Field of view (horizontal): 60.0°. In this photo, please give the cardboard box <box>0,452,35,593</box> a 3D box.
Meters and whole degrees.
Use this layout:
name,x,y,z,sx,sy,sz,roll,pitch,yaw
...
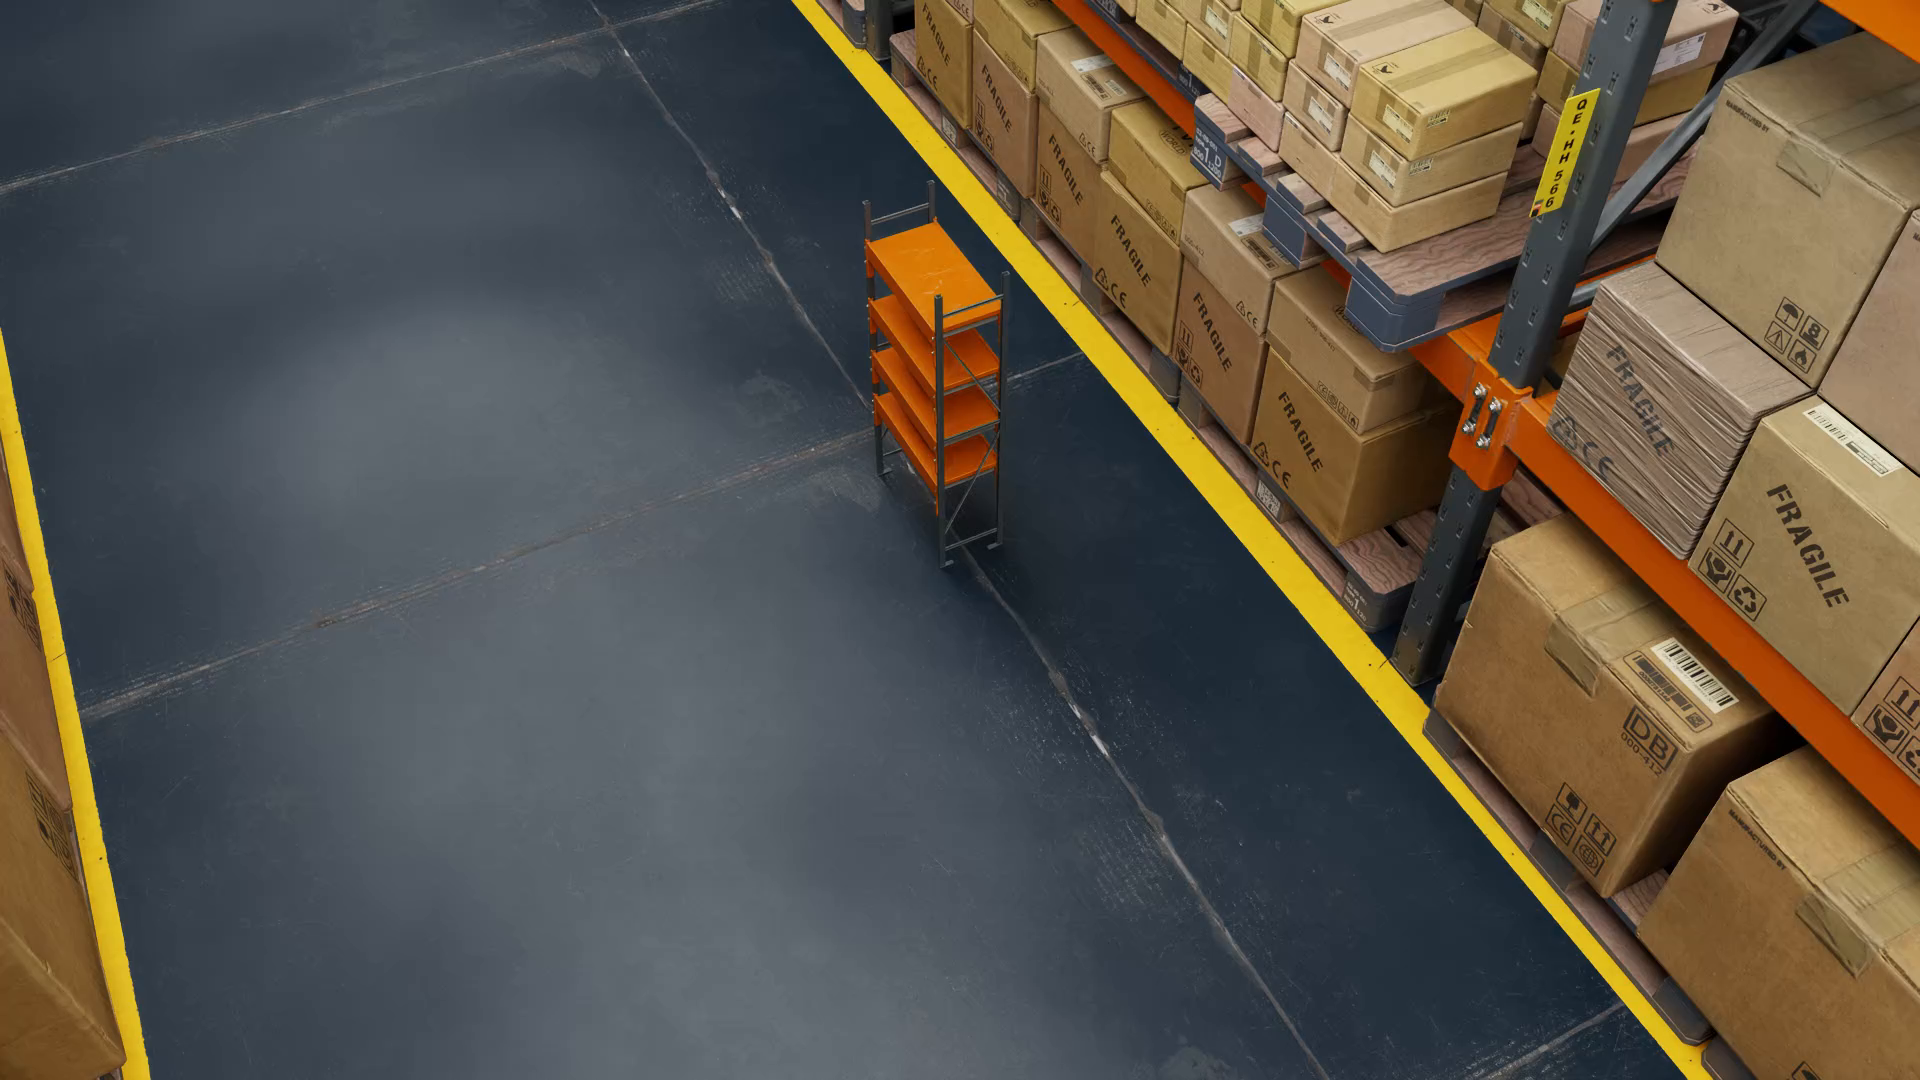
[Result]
name,x,y,z,sx,sy,sz,roll,pitch,yaw
cardboard box,-3.701,-0.178,5.045,1.225,0.875,0.875,-23,53,-19

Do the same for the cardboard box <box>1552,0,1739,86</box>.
name,x,y,z,sx,sy,sz,roll,pitch,yaw
cardboard box,1.824,-1.352,4.433,0.380,0.149,0.250,-21,52,-17

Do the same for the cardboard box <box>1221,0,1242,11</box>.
name,x,y,z,sx,sy,sz,roll,pitch,yaw
cardboard box,0.875,-1.665,4.706,0.380,0.149,0.250,-20,52,-16

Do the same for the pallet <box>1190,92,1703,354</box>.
name,x,y,z,sx,sy,sz,roll,pitch,yaw
pallet,1.445,-1.099,4.846,1.213,0.211,1.003,-21,52,-18

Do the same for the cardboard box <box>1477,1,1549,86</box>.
name,x,y,z,sx,sy,sz,roll,pitch,yaw
cardboard box,1.697,-1.449,4.715,0.380,0.149,0.250,-19,51,-16

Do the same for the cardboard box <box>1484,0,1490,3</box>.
name,x,y,z,sx,sy,sz,roll,pitch,yaw
cardboard box,1.593,-1.694,4.731,0.380,0.149,0.250,-21,52,-18

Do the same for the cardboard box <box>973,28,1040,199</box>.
name,x,y,z,sx,sy,sz,roll,pitch,yaw
cardboard box,0.381,-1.775,6.691,0.500,0.500,0.500,-19,52,-16

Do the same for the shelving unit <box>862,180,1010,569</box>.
name,x,y,z,sx,sy,sz,roll,pitch,yaw
shelving unit,-0.076,-0.506,5.395,0.258,1.200,0.503,-21,52,-18

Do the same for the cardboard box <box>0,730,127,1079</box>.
name,x,y,z,sx,sy,sz,roll,pitch,yaw
cardboard box,-2.888,1.011,4.005,1.225,0.875,0.875,-23,53,-19

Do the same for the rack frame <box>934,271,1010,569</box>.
name,x,y,z,sx,sy,sz,roll,pitch,yaw
rack frame,0.036,-0.342,5.252,0.240,1.200,0.015,-21,52,-18

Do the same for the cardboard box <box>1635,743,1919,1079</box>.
name,x,y,z,sx,sy,sz,roll,pitch,yaw
cardboard box,2.467,0.903,4.183,1.050,0.750,0.750,-20,52,-17

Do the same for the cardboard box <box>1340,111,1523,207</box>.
name,x,y,z,sx,sy,sz,roll,pitch,yaw
cardboard box,1.234,-1.049,4.365,0.380,0.149,0.250,-20,52,-17

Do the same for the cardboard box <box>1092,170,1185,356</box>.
name,x,y,z,sx,sy,sz,roll,pitch,yaw
cardboard box,0.841,-1.085,6.088,0.500,0.500,0.500,-23,53,-19

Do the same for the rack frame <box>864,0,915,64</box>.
name,x,y,z,sx,sy,sz,roll,pitch,yaw
rack frame,0.035,-3.399,6.730,1.000,3.000,0.127,-21,52,-18

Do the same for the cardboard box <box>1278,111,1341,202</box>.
name,x,y,z,sx,sy,sz,roll,pitch,yaw
cardboard box,1.119,-1.116,4.621,0.380,0.149,0.250,-21,52,-18

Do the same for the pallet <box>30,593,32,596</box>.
name,x,y,z,sx,sy,sz,roll,pitch,yaw
pallet,-3.439,0.468,5.200,1.003,0.211,1.213,-21,52,-18

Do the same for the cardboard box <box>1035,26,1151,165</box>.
name,x,y,z,sx,sy,sz,roll,pitch,yaw
cardboard box,0.614,-1.677,6.108,0.500,0.250,0.500,-19,52,-16

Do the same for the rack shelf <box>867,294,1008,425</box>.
name,x,y,z,sx,sy,sz,roll,pitch,yaw
rack shelf,-0.076,-0.609,5.278,0.258,0.148,0.480,-21,52,-18

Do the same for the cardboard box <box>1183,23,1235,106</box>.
name,x,y,z,sx,sy,sz,roll,pitch,yaw
cardboard box,0.890,-1.456,4.919,0.380,0.149,0.250,-22,52,-18

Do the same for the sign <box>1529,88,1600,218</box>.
name,x,y,z,sx,sy,sz,roll,pitch,yaw
sign,1.387,-0.884,3.813,0.100,0.325,0.005,-21,52,-18

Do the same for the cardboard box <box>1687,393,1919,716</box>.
name,x,y,z,sx,sy,sz,roll,pitch,yaw
cardboard box,2.066,-0.022,3.710,0.500,0.500,0.500,-22,52,-18

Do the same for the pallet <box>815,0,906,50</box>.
name,x,y,z,sx,sy,sz,roll,pitch,yaw
pallet,-0.304,-2.918,8.162,1.003,0.211,1.213,-21,52,-18

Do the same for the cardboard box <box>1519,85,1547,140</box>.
name,x,y,z,sx,sy,sz,roll,pitch,yaw
cardboard box,1.718,-1.326,4.805,0.380,0.149,0.250,-19,51,-16

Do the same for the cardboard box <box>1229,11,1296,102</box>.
name,x,y,z,sx,sy,sz,roll,pitch,yaw
cardboard box,0.988,-1.402,4.674,0.380,0.149,0.250,-20,52,-17

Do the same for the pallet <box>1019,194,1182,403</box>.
name,x,y,z,sx,sy,sz,roll,pitch,yaw
pallet,0.955,-1.143,6.609,1.003,0.211,1.213,-21,52,-18

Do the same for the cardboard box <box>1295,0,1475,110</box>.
name,x,y,z,sx,sy,sz,roll,pitch,yaw
cardboard box,1.121,-1.312,4.398,0.380,0.149,0.250,-22,52,-18

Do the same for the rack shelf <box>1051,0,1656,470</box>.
name,x,y,z,sx,sy,sz,roll,pitch,yaw
rack shelf,0.950,-1.824,5.830,1.077,0.370,4.000,-21,52,-18

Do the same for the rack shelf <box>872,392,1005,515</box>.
name,x,y,z,sx,sy,sz,roll,pitch,yaw
rack shelf,-0.076,-0.331,5.595,0.258,0.148,0.480,-21,52,-18

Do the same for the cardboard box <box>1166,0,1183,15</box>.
name,x,y,z,sx,sy,sz,roll,pitch,yaw
cardboard box,0.762,-1.737,4.967,0.380,0.149,0.250,-21,52,-18

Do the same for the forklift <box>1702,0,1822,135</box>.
name,x,y,z,sx,sy,sz,roll,pitch,yaw
forklift,2.876,-2.126,5.662,1.130,2.935,3.031,-22,52,-18

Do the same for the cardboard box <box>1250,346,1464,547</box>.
name,x,y,z,sx,sy,sz,roll,pitch,yaw
cardboard box,1.332,-0.388,5.478,0.500,0.500,0.500,-21,52,-18

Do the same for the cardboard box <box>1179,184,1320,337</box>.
name,x,y,z,sx,sy,sz,roll,pitch,yaw
cardboard box,1.079,-0.986,5.503,0.500,0.250,0.500,-20,52,-17

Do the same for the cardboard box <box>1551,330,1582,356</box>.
name,x,y,z,sx,sy,sz,roll,pitch,yaw
cardboard box,1.765,-0.829,5.366,0.500,0.250,0.500,-23,53,-19

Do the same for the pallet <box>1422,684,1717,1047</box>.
name,x,y,z,sx,sy,sz,roll,pitch,yaw
pallet,2.159,0.750,4.954,1.003,0.211,1.213,-21,52,-18

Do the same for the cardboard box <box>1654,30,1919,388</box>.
name,x,y,z,sx,sy,sz,roll,pitch,yaw
cardboard box,2.062,-0.780,3.709,0.700,0.500,0.500,-21,52,-18

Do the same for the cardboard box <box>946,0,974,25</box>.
name,x,y,z,sx,sy,sz,roll,pitch,yaw
cardboard box,0.138,-2.376,6.718,0.500,0.250,0.500,-23,53,-19

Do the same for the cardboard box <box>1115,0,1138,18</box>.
name,x,y,z,sx,sy,sz,roll,pitch,yaw
cardboard box,0.649,-1.809,5.228,0.380,0.149,0.250,-20,52,-16
